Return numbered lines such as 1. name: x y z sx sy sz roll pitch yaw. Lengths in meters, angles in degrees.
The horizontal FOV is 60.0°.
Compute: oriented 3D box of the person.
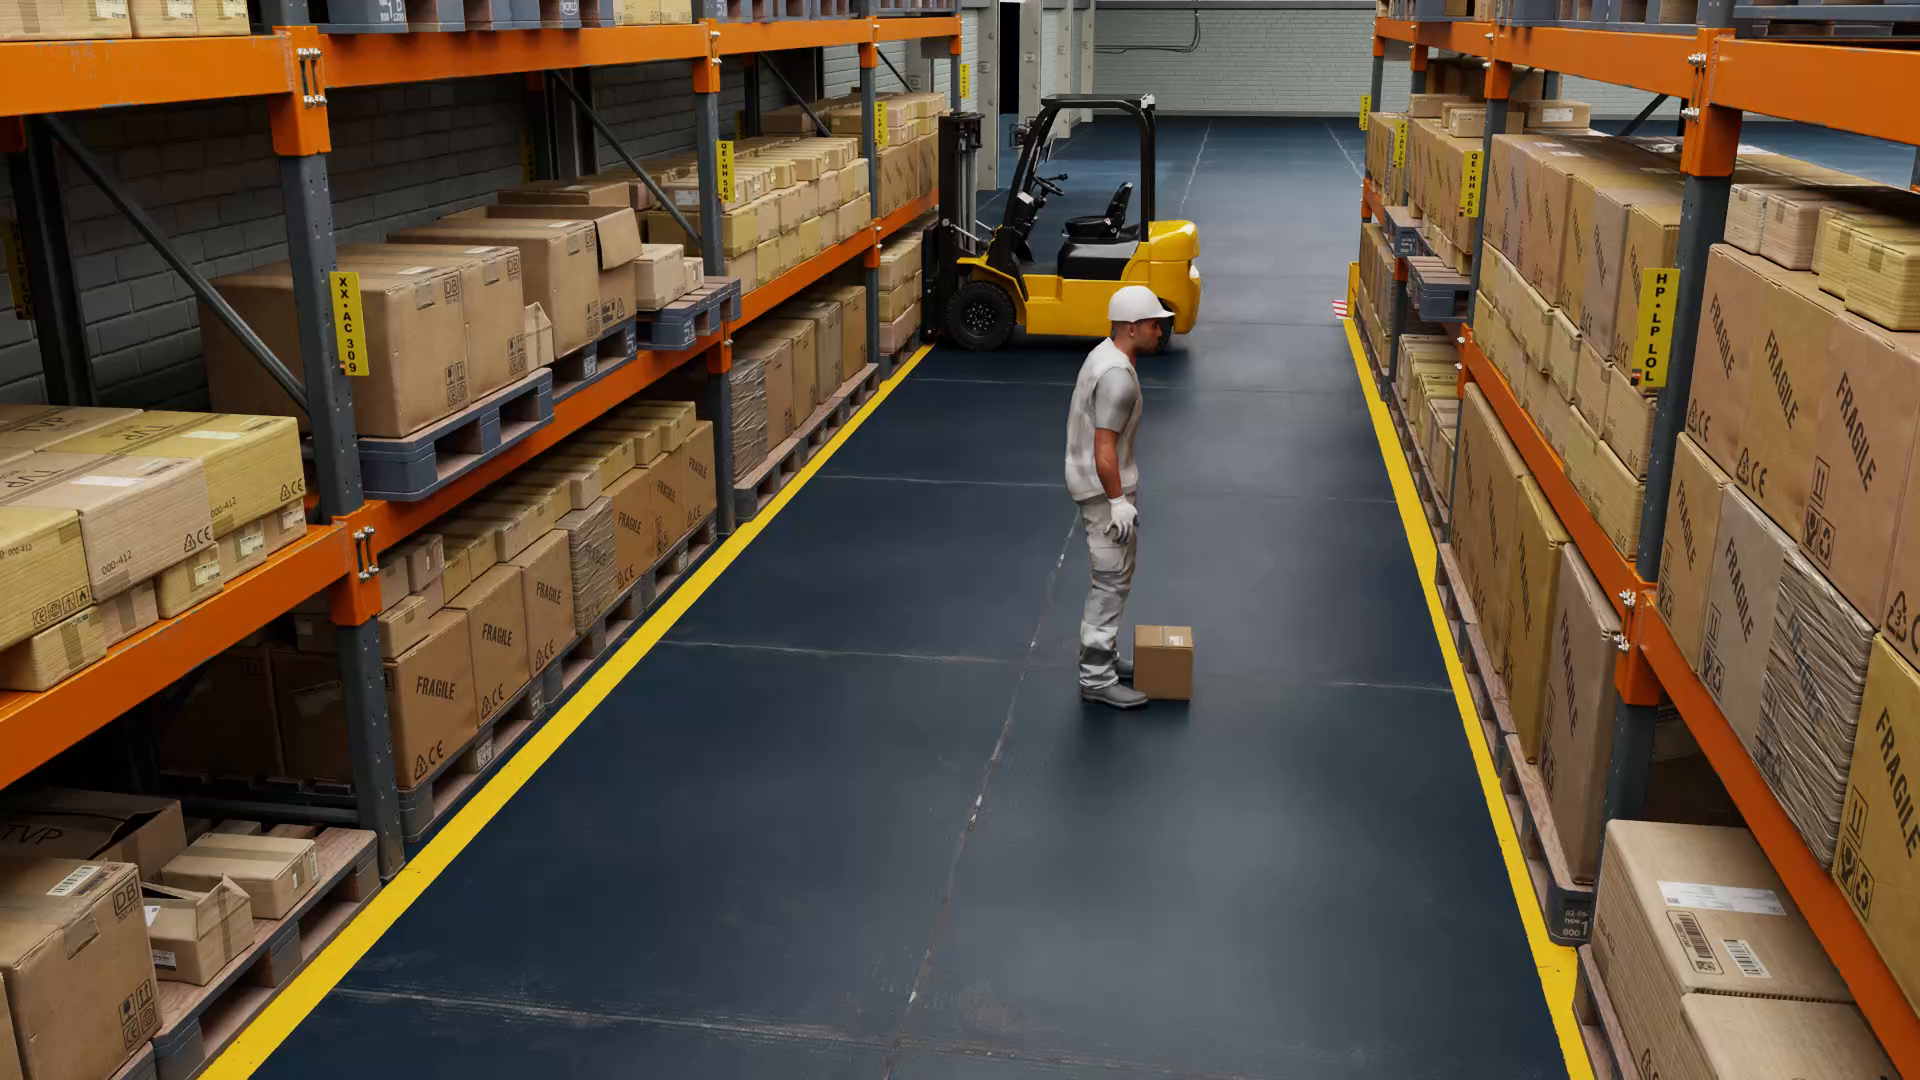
1. person: 0.672 -0.203 7.164 0.447 1.780 0.620 2 18 6
